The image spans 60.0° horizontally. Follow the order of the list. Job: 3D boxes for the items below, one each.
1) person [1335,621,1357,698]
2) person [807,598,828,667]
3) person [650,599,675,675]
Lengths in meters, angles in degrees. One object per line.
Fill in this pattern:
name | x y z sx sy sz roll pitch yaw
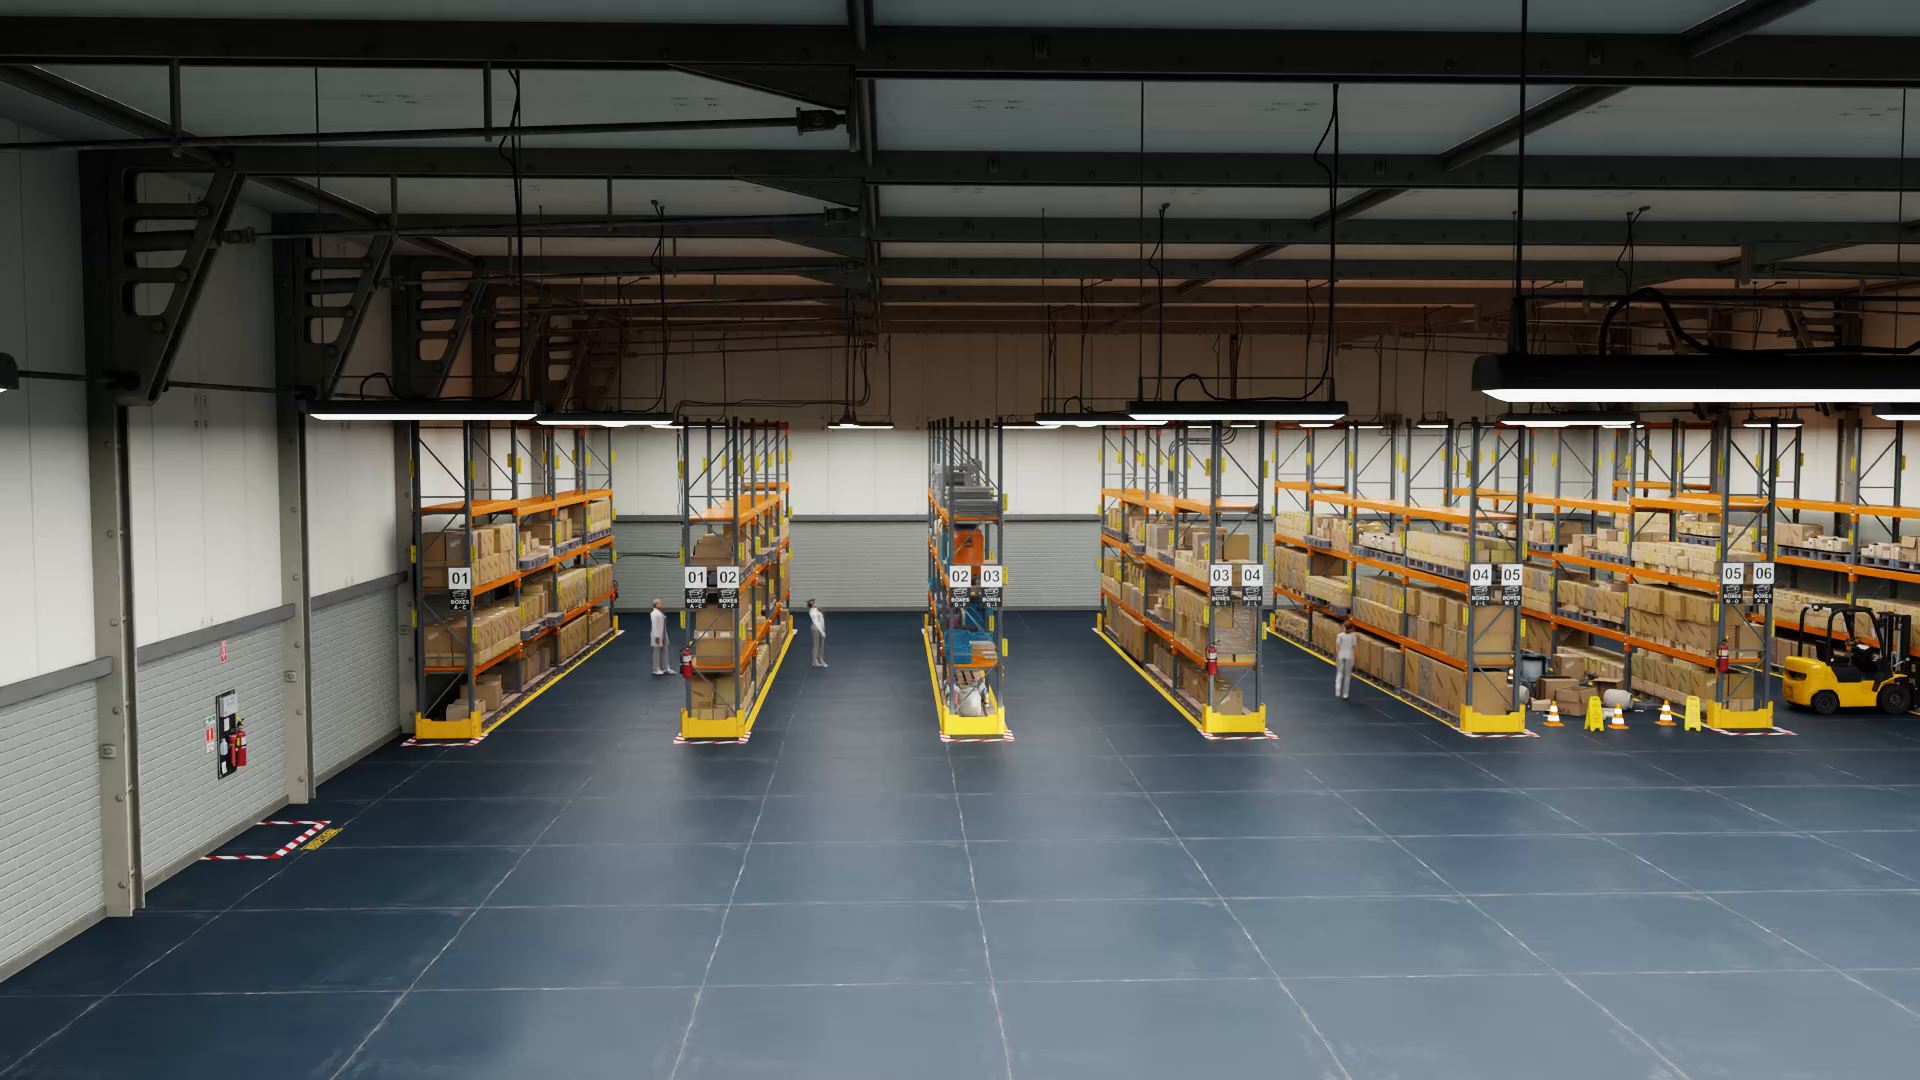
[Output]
person | 8.252 2.556 35.572 0.437 1.662 0.523 2 4 31
person | -3.436 2.245 40.464 0.578 1.713 0.574 2 4 25
person | -7.062 2.280 39.268 0.482 1.782 0.642 2 4 24
